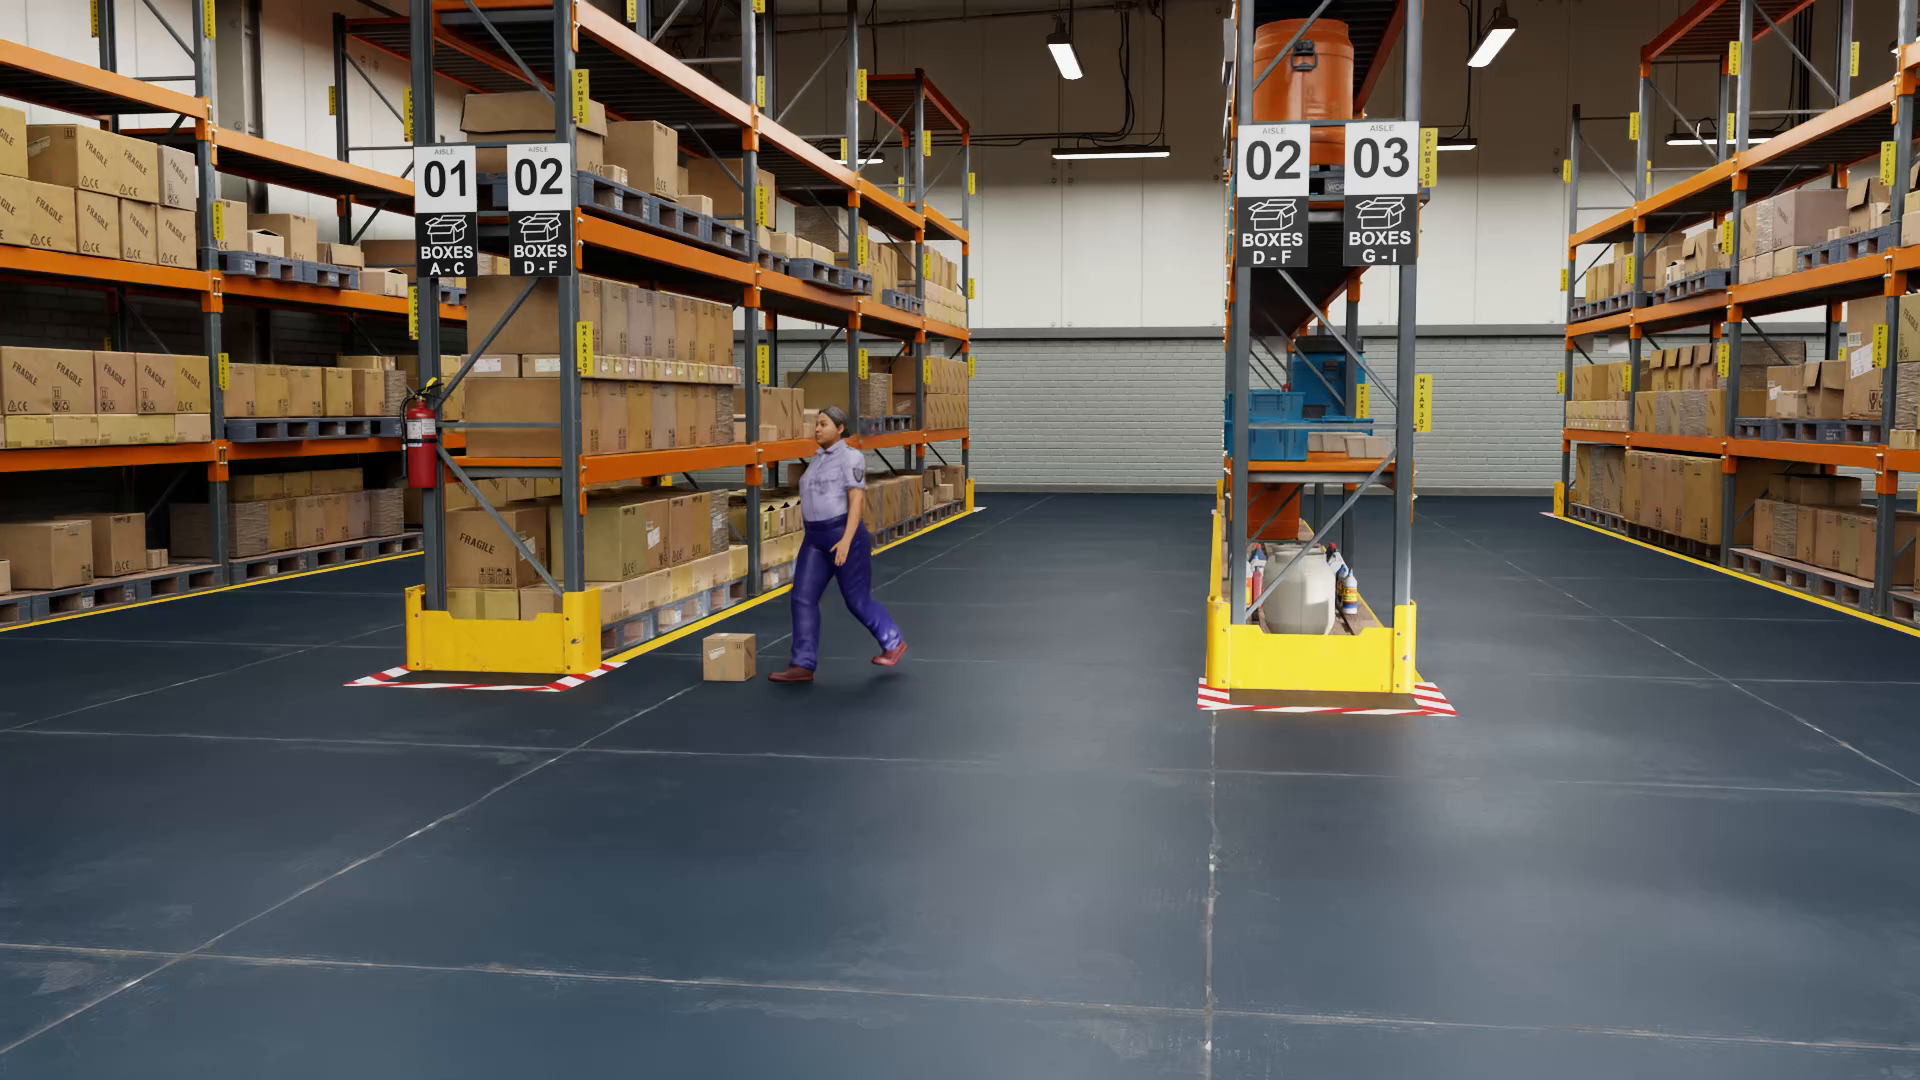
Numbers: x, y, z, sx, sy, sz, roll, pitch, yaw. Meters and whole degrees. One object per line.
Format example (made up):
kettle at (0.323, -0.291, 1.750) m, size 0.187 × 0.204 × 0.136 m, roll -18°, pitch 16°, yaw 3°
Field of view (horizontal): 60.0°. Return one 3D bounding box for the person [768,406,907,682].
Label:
person at (-0.730, 0.020, 9.854) m, size 0.927 × 1.615 × 0.513 m, roll -4°, pitch 6°, yaw -43°
